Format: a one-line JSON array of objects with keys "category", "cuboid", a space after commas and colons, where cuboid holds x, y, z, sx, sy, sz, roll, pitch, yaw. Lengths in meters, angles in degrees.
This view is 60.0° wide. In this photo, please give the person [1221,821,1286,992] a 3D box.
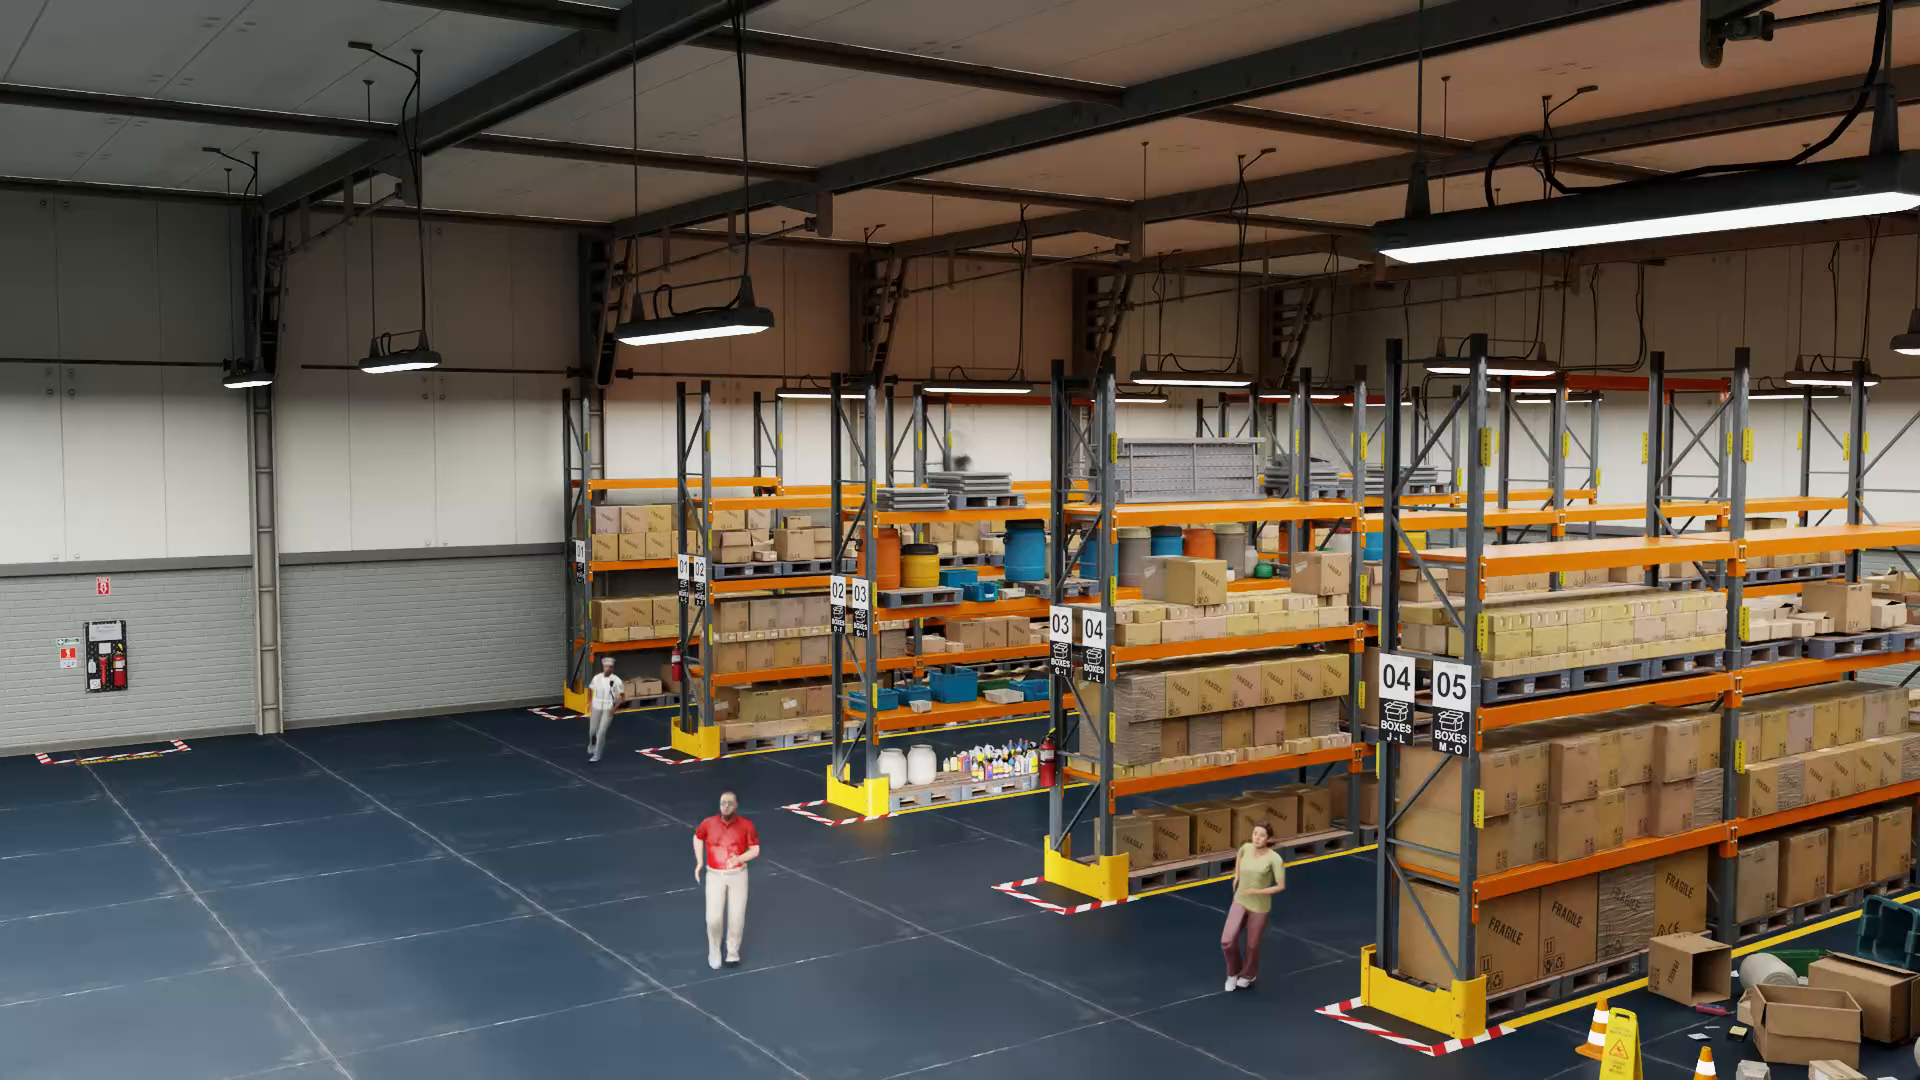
[{"category": "person", "cuboid": [2.727, 3.372, 15.259, 0.593, 1.658, 0.602, 2, 4, 33]}]

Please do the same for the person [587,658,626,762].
[{"category": "person", "cuboid": [-5.605, 2.660, 26.285, 0.639, 1.633, 0.535, 0, 4, -3]}]

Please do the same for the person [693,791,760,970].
[{"category": "person", "cuboid": [-2.246, 3.285, 15.998, 0.646, 1.719, 0.677, 0, 4, -7]}]
